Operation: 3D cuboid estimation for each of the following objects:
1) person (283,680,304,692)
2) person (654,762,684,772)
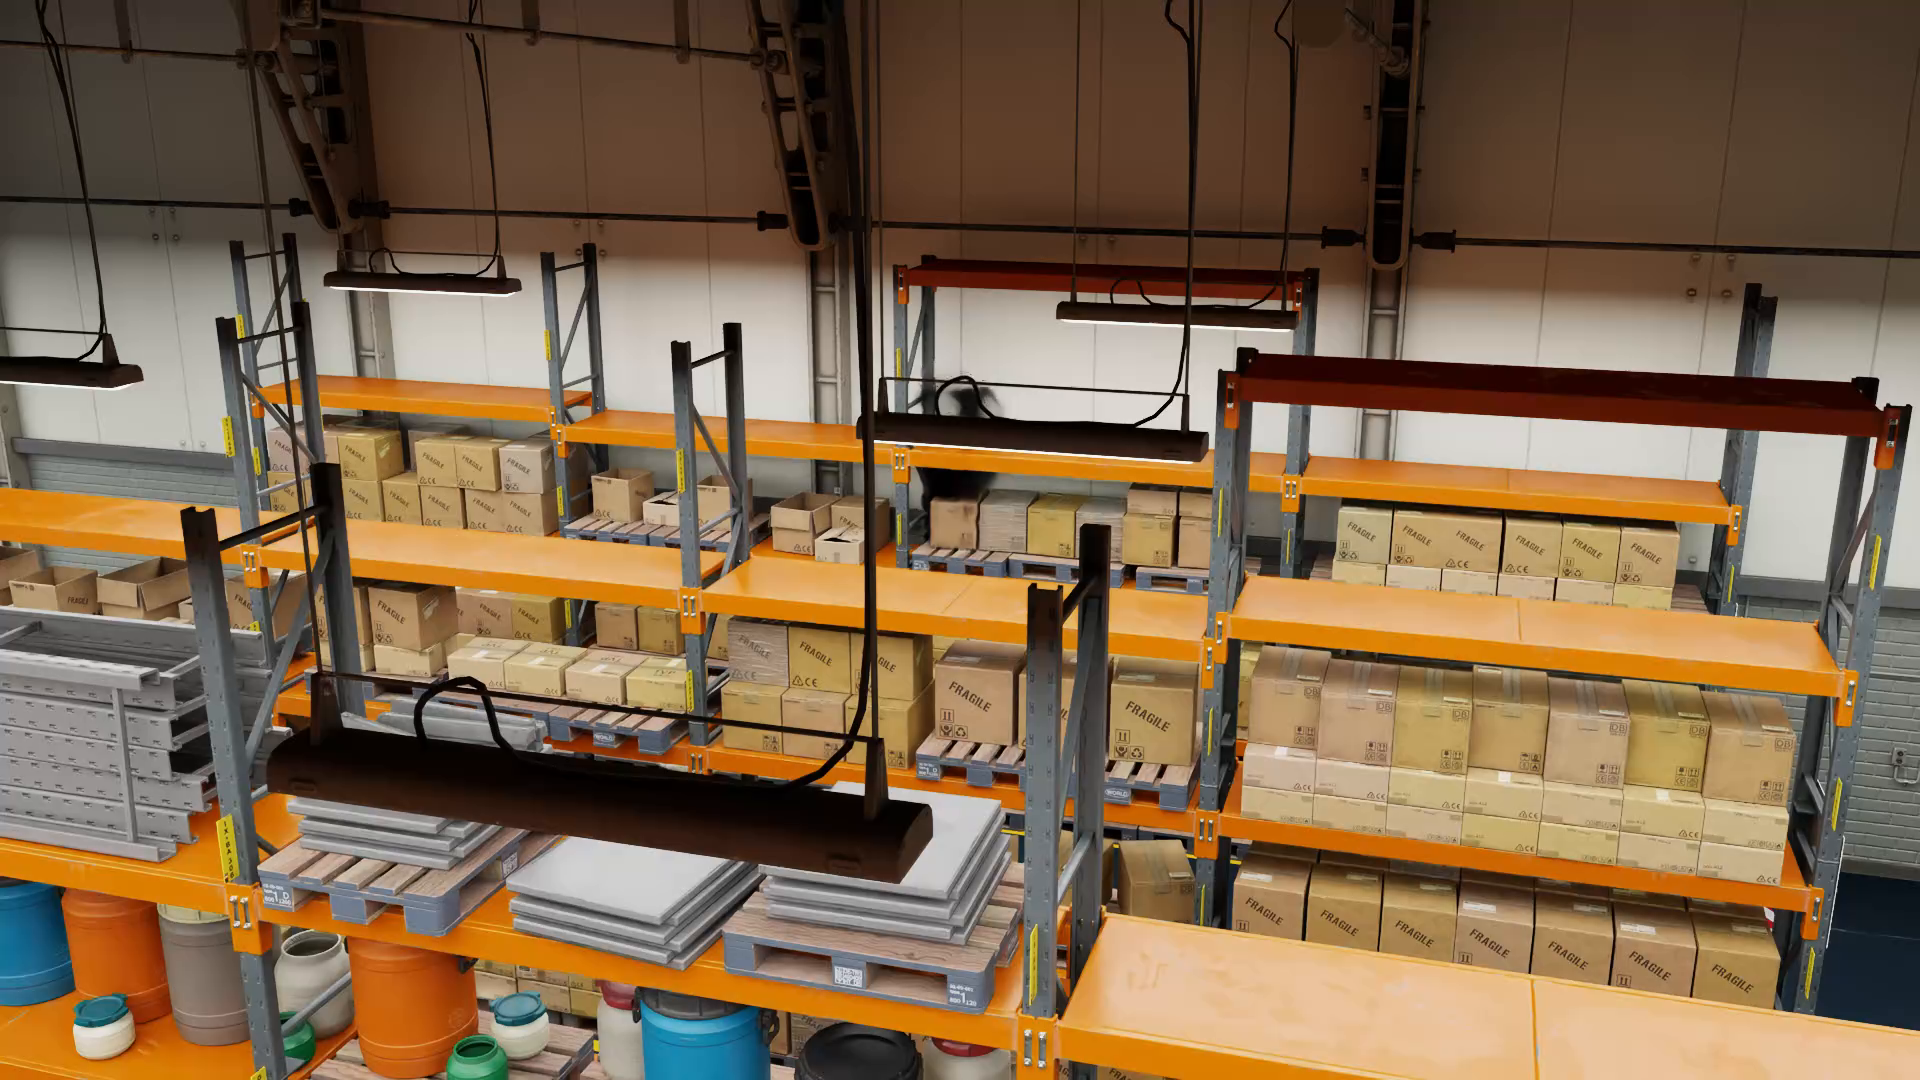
[{"bbox_3d":[-6.936,2.289,17.500,0.843,1.821,0.636,1,16,5],"label":"person"},{"bbox_3d":[-2.794,2.816,15.832,0.564,1.726,0.635,4,17,15],"label":"person"}]
